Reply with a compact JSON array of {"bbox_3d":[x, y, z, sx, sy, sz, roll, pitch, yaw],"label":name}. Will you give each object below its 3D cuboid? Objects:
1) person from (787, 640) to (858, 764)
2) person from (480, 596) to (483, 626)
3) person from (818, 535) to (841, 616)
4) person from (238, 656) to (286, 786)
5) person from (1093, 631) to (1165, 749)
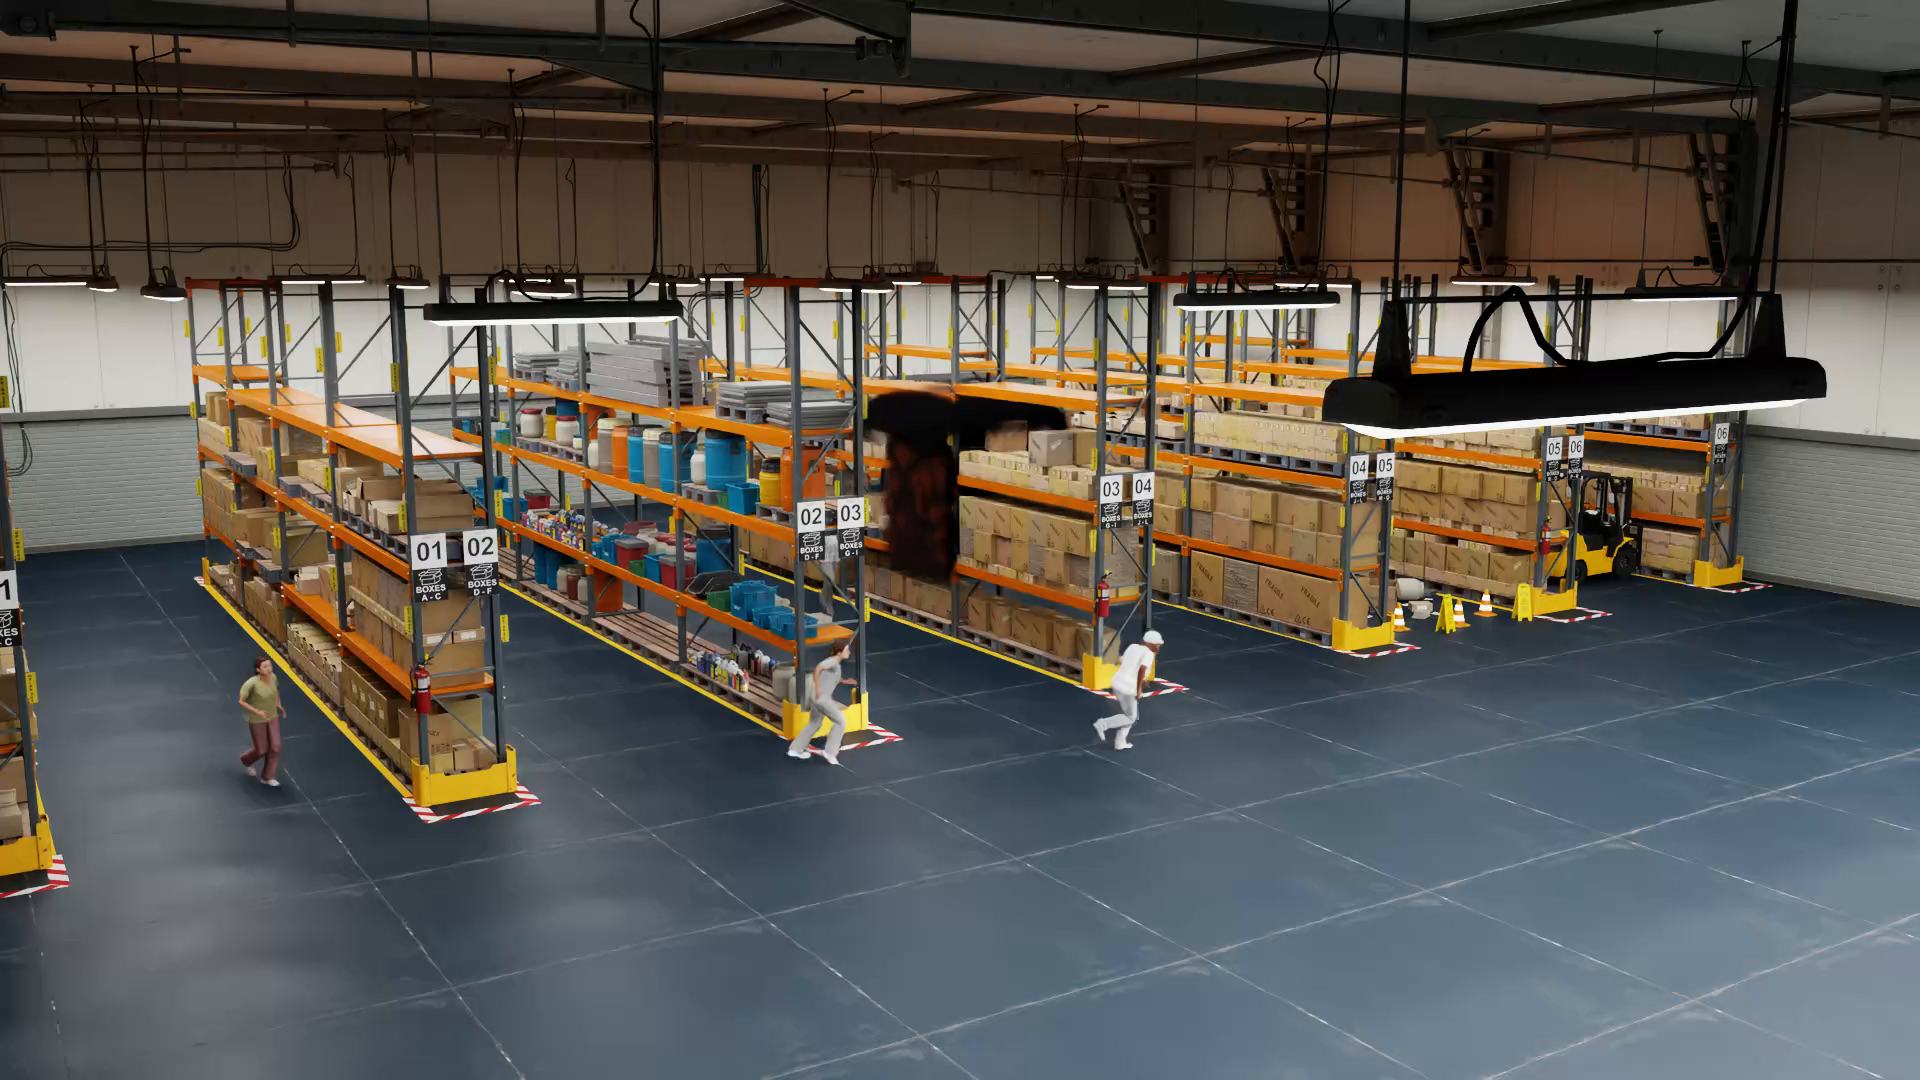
[{"bbox_3d":[-1.742,2.082,21.037,0.906,1.664,0.596,0,10,-2],"label":"person"},{"bbox_3d":[-7.902,1.168,26.592,0.869,1.550,0.551,6,11,31],"label":"person"},{"bbox_3d":[-2.250,0.421,28.939,0.487,1.767,0.783,-8,13,-40],"label":"person"},{"bbox_3d":[-8.541,2.181,20.258,0.720,1.618,0.576,7,12,37],"label":"person"},{"bbox_3d":[2.209,1.974,21.640,0.982,1.560,0.721,-3,10,-18],"label":"person"}]
